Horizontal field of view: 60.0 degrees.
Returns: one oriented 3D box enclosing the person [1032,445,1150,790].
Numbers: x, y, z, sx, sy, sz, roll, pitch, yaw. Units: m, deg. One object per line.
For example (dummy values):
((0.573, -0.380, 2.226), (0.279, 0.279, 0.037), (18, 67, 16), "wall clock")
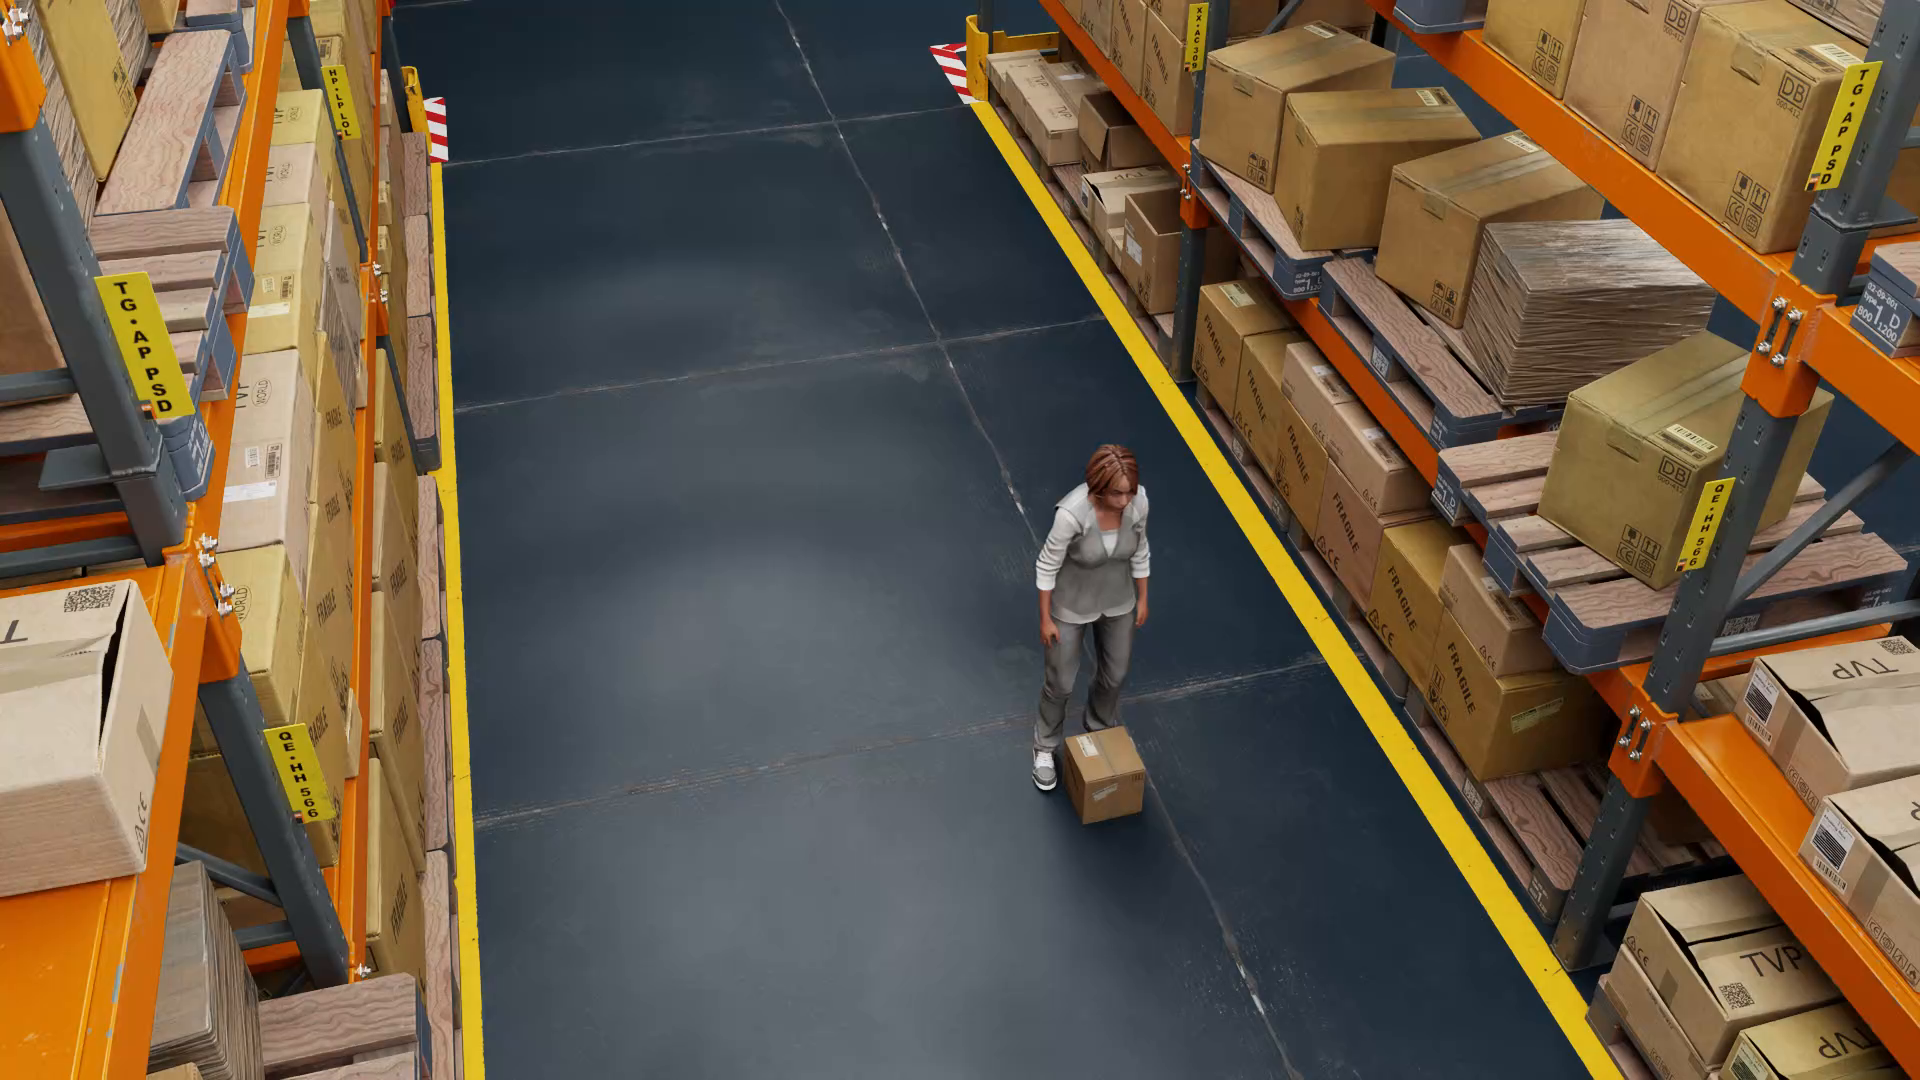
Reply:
((0.503, 0.271, 6.384), (0.483, 1.592, 0.347), (-12, 40, -14), "person")
